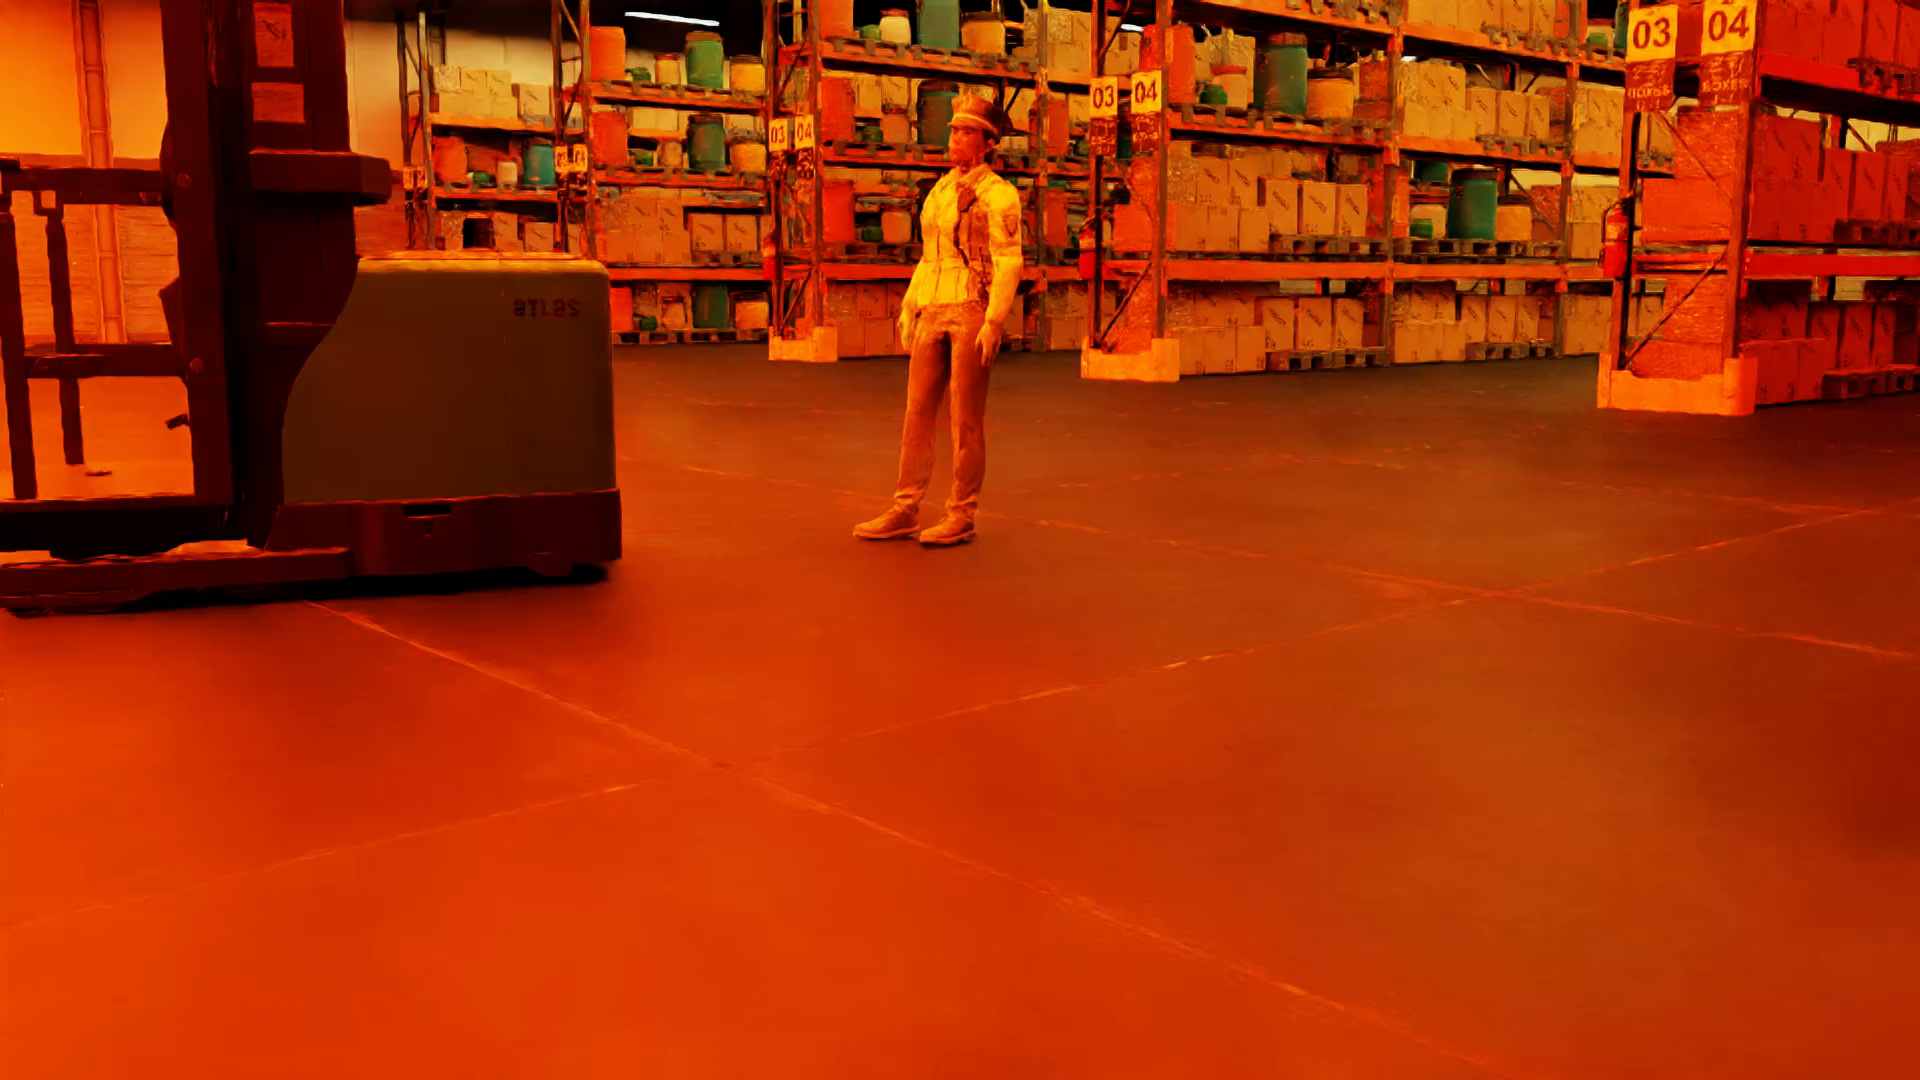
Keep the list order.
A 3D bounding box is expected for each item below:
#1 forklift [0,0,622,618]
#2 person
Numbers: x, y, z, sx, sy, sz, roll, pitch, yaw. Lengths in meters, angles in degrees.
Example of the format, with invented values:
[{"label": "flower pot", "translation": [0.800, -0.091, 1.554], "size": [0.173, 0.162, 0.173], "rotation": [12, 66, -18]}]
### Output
[{"label": "forklift", "translation": [-2.729, -1.304, 5.379], "size": [3.031, 2.935, 1.130], "rotation": [-3, 9, -20]}, {"label": "person", "translation": [-0.056, -0.839, 6.370], "size": [0.533, 1.695, 0.586], "rotation": [-8, 12, -40]}]
